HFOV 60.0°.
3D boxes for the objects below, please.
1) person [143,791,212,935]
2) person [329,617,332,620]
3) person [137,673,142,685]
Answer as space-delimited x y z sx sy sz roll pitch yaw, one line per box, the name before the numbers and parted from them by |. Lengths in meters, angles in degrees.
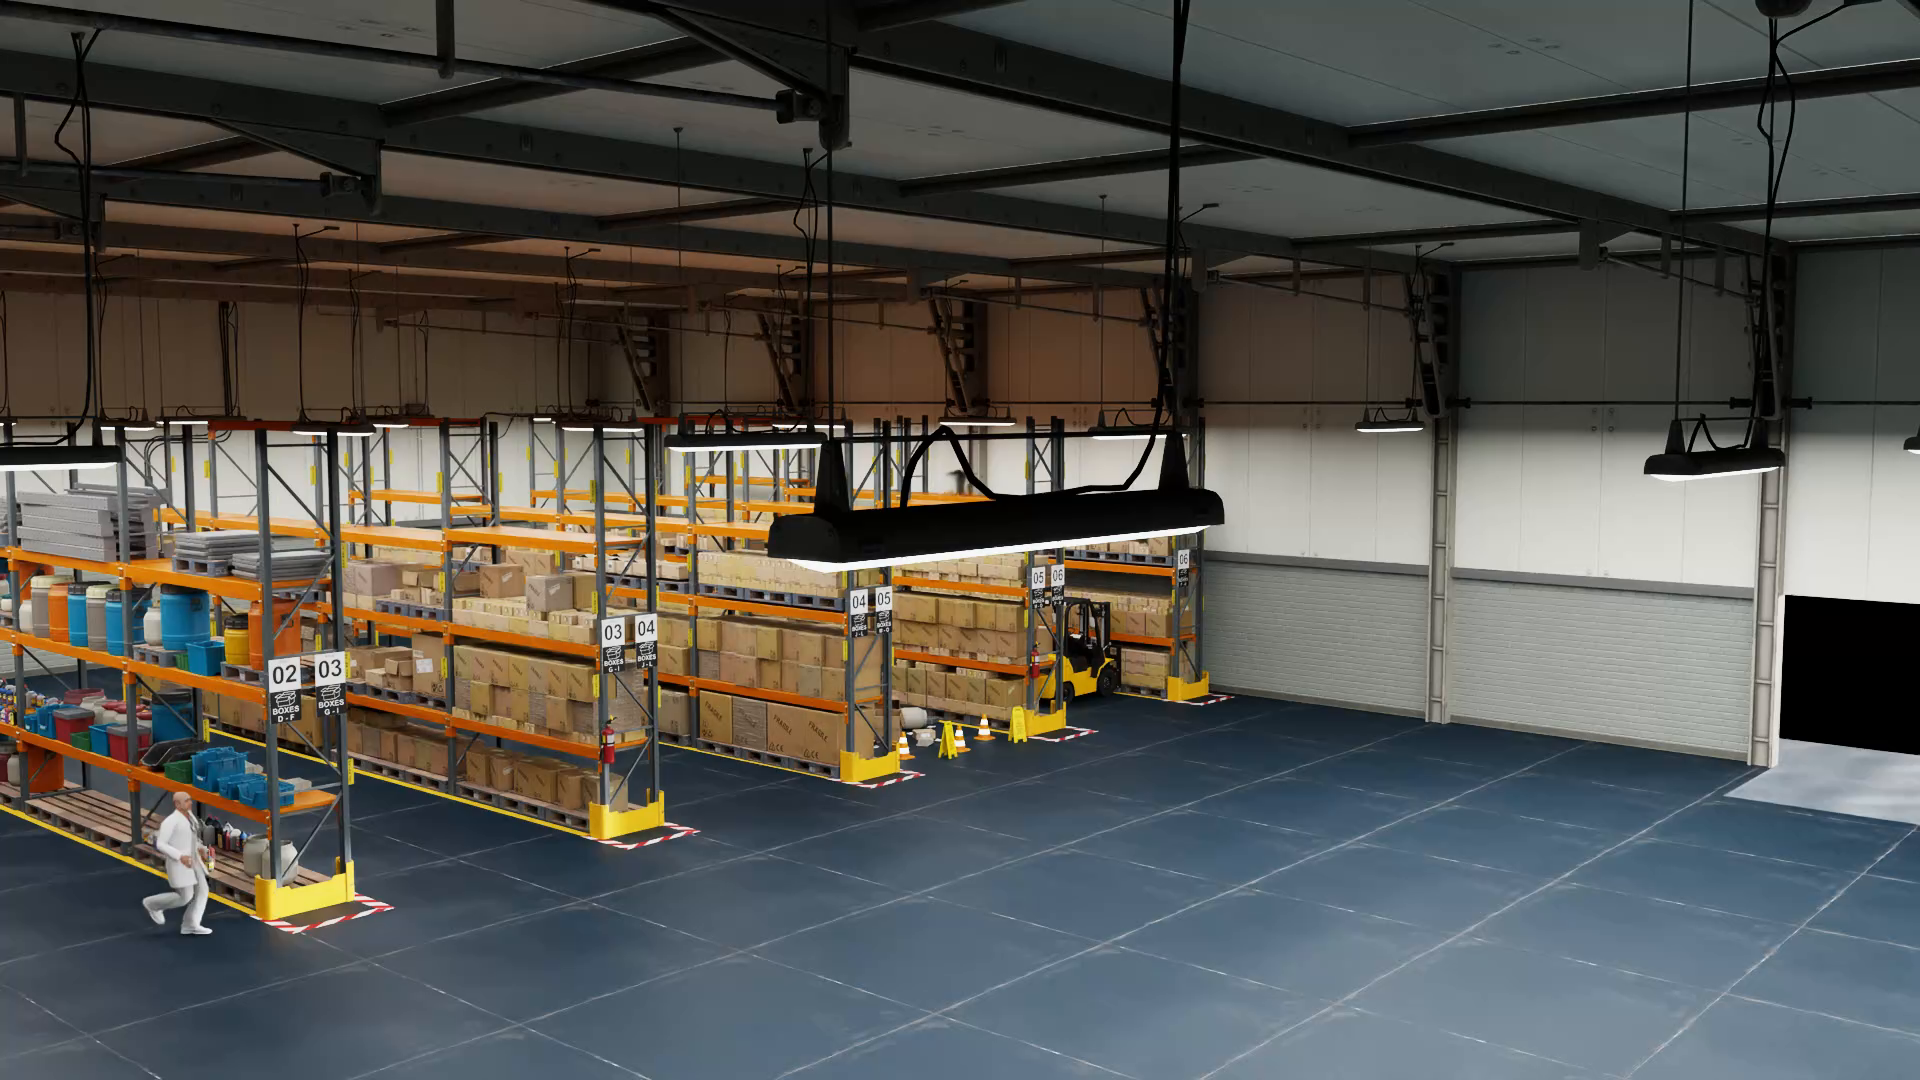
person | -9.297 3.835 19.753 0.797 1.733 0.724 1 5 8
person | -13.670 2.504 36.047 0.703 1.688 0.552 3 6 34
person | -17.719 2.448 36.483 0.557 1.734 0.669 2 5 27
